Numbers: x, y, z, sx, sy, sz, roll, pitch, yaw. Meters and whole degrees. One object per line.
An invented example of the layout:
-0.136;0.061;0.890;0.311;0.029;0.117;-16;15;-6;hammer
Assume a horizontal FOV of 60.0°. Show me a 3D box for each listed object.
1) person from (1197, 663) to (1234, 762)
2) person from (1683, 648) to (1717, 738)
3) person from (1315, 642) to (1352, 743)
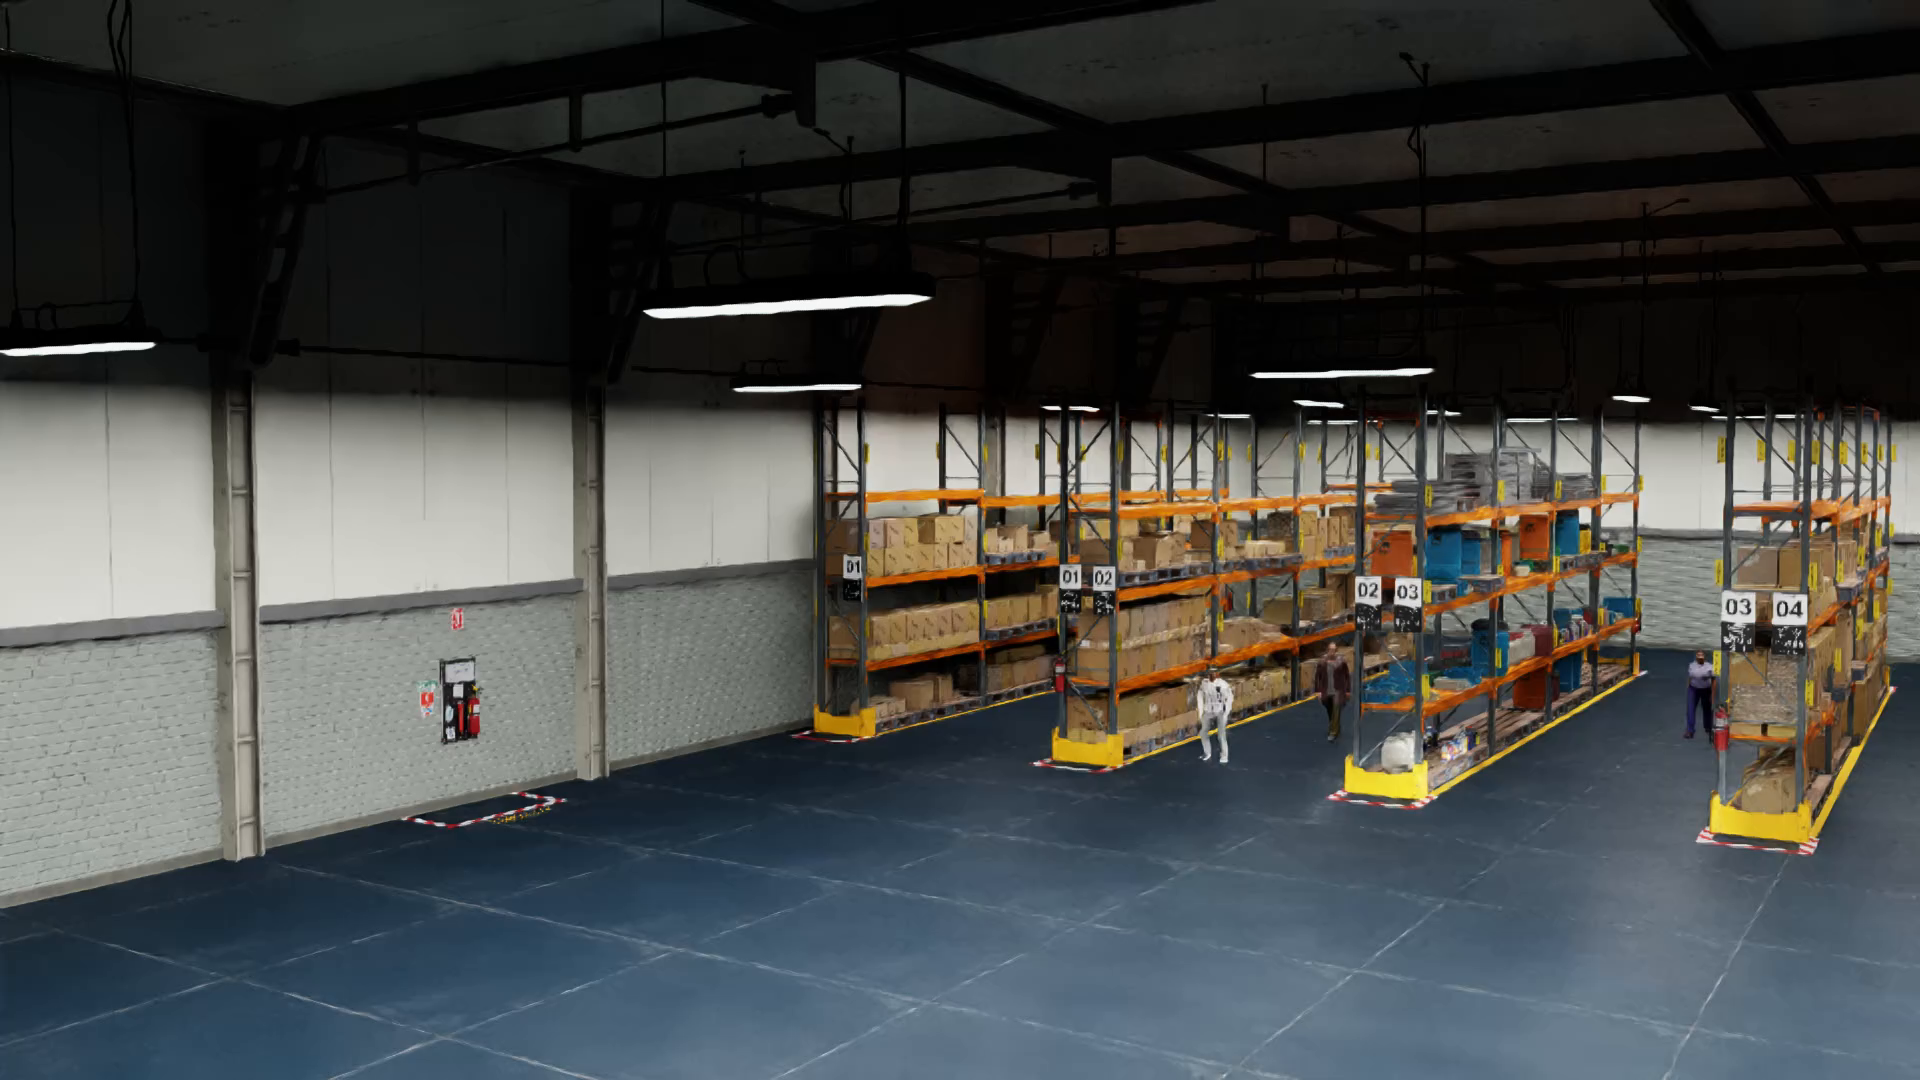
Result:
4.118;2.783;26.869;0.639;1.632;0.512;2;3;31;person
13.018;2.672;29.195;0.476;1.567;1.072;2;3;30;person
6.439;2.615;28.826;0.601;1.696;1.184;2;3;31;person
